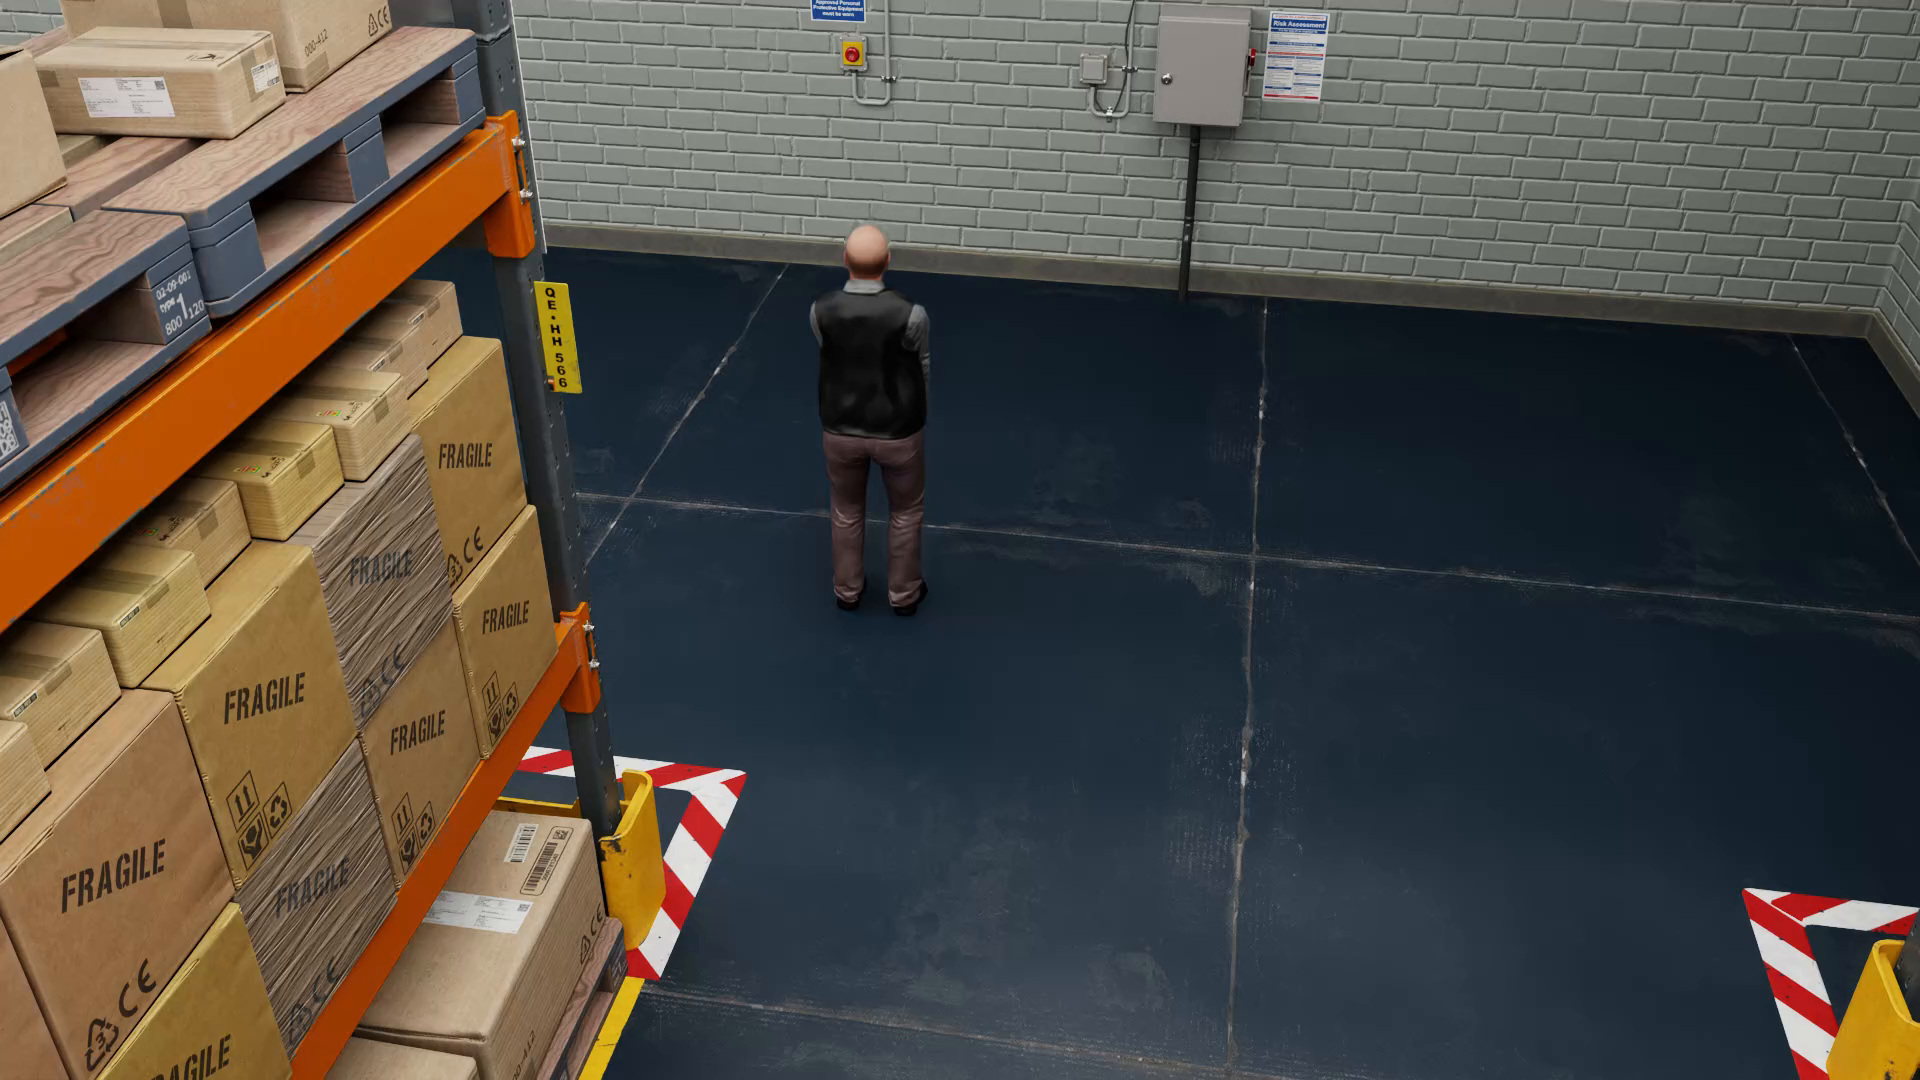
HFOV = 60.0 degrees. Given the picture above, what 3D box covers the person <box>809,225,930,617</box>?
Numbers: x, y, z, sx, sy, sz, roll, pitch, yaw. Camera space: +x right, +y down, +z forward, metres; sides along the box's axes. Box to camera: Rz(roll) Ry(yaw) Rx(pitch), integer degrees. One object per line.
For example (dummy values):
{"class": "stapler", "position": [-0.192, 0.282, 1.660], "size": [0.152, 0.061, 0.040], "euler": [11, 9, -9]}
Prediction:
{"class": "person", "position": [-0.360, -0.505, 6.975], "size": [0.491, 1.716, 0.568], "euler": [5, 32, 7]}
